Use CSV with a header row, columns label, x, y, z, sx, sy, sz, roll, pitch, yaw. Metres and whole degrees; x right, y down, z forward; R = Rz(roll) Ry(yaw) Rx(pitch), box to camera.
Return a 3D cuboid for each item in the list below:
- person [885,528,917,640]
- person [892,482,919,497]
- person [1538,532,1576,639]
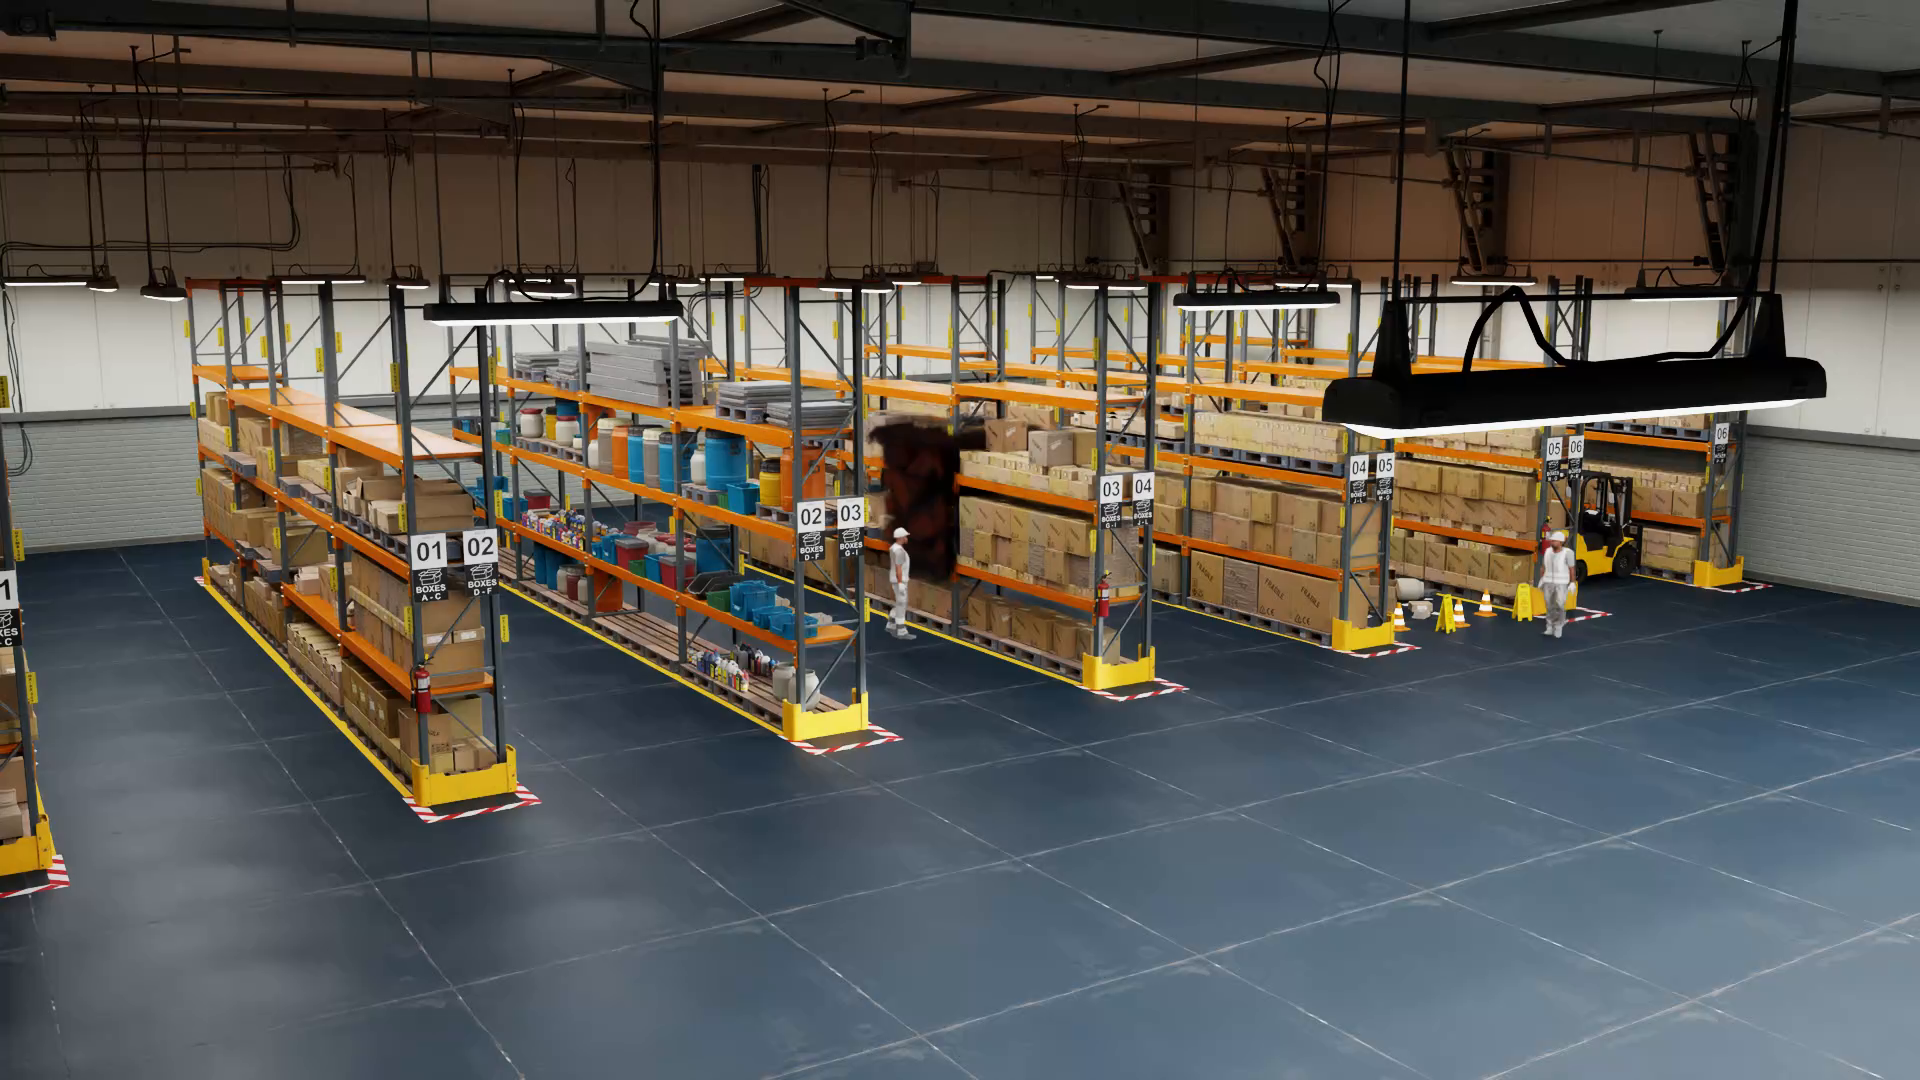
label,x,y,z,sx,sy,sz,roll,pitch,yaw
person,-0.960,0.698,26.753,0.504,1.811,0.628,-1,10,-5
person,-1.441,-1.618,42.423,0.921,1.731,0.678,-6,11,-34
person,10.072,0.757,28.093,0.616,1.809,0.467,6,11,33
